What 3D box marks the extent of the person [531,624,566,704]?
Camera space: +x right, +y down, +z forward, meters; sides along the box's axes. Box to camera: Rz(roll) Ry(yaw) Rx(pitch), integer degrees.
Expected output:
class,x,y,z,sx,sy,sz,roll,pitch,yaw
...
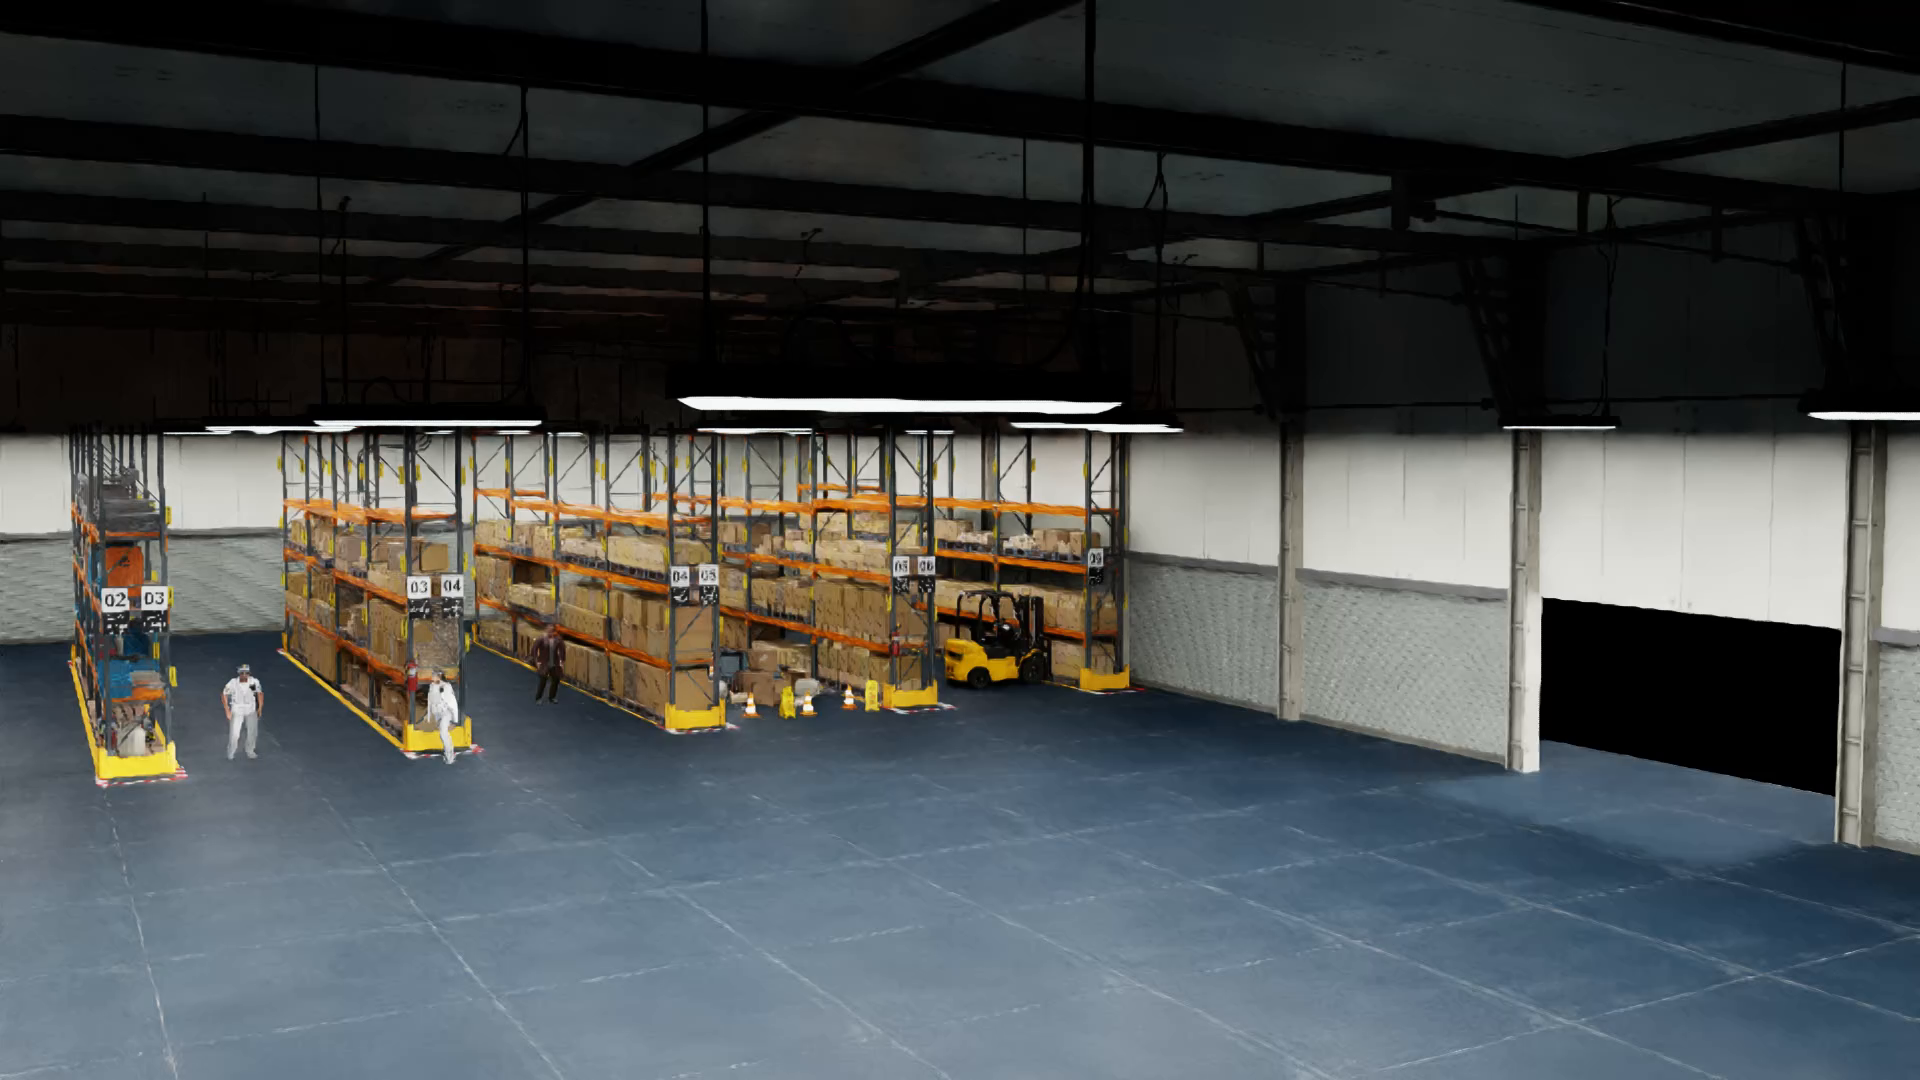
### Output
class,x,y,z,sx,sy,sz,roll,pitch,yaw
person,-8.829,2.658,35.663,0.729,1.733,0.546,-2,4,-31

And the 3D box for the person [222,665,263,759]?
class,x,y,z,sx,sy,sz,roll,pitch,yaw
person,-12.755,3.042,29.584,0.682,1.715,0.542,-2,4,-32

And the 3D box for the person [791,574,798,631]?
class,x,y,z,sx,sy,sz,roll,pitch,yaw
person,-4.780,1.849,49.074,0.369,1.668,0.582,-1,4,-23

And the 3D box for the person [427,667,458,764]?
class,x,y,z,sx,sy,sz,roll,pitch,yaw
person,-9.113,3.073,29.354,0.583,1.684,0.465,2,4,25
